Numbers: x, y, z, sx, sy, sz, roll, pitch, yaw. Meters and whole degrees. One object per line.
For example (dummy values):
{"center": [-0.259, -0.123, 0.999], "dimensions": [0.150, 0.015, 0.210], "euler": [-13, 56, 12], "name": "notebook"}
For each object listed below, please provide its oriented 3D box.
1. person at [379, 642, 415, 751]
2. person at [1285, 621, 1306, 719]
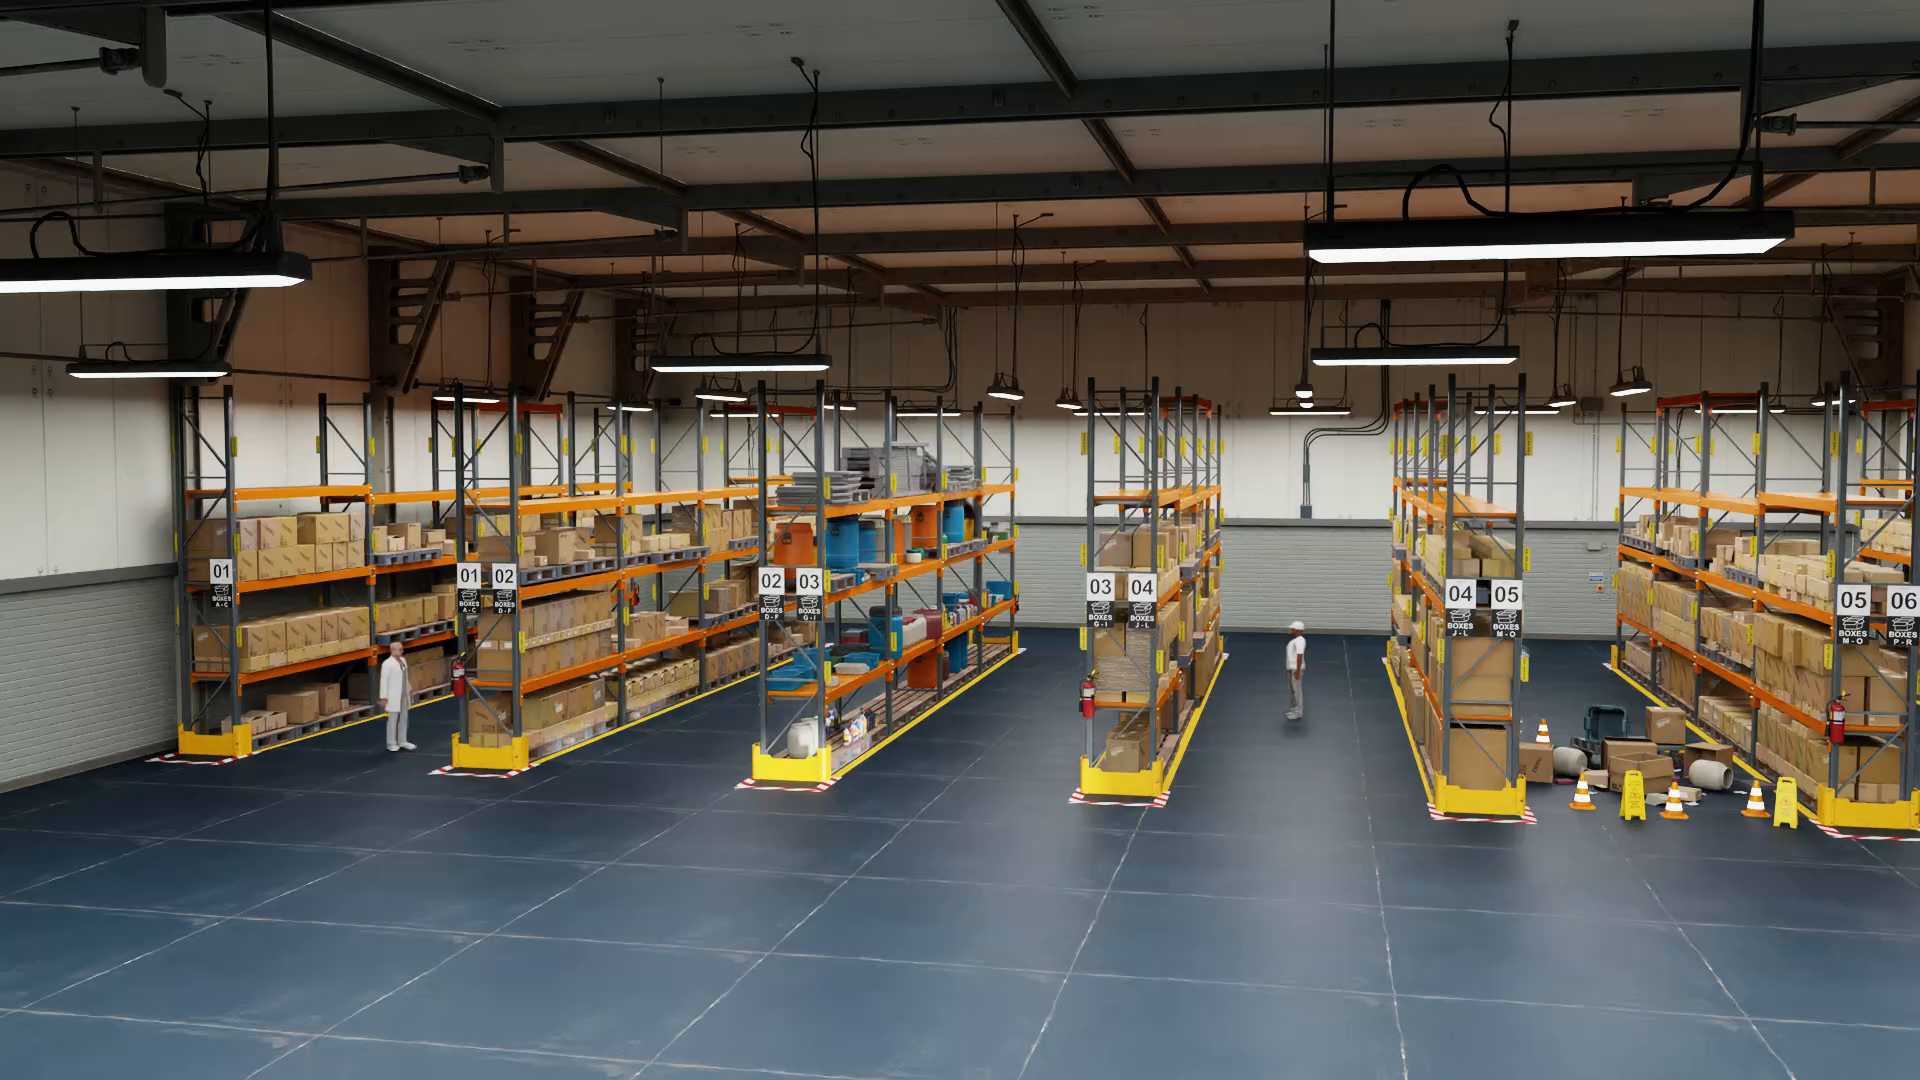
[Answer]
{"center": [-9.284, 2.576, 27.413], "dimensions": [0.389, 1.788, 0.691], "euler": [1, 3, 19], "name": "person"}
{"center": [6.201, 2.394, 30.816], "dimensions": [0.462, 1.769, 0.601], "euler": [0, 3, -9], "name": "person"}
